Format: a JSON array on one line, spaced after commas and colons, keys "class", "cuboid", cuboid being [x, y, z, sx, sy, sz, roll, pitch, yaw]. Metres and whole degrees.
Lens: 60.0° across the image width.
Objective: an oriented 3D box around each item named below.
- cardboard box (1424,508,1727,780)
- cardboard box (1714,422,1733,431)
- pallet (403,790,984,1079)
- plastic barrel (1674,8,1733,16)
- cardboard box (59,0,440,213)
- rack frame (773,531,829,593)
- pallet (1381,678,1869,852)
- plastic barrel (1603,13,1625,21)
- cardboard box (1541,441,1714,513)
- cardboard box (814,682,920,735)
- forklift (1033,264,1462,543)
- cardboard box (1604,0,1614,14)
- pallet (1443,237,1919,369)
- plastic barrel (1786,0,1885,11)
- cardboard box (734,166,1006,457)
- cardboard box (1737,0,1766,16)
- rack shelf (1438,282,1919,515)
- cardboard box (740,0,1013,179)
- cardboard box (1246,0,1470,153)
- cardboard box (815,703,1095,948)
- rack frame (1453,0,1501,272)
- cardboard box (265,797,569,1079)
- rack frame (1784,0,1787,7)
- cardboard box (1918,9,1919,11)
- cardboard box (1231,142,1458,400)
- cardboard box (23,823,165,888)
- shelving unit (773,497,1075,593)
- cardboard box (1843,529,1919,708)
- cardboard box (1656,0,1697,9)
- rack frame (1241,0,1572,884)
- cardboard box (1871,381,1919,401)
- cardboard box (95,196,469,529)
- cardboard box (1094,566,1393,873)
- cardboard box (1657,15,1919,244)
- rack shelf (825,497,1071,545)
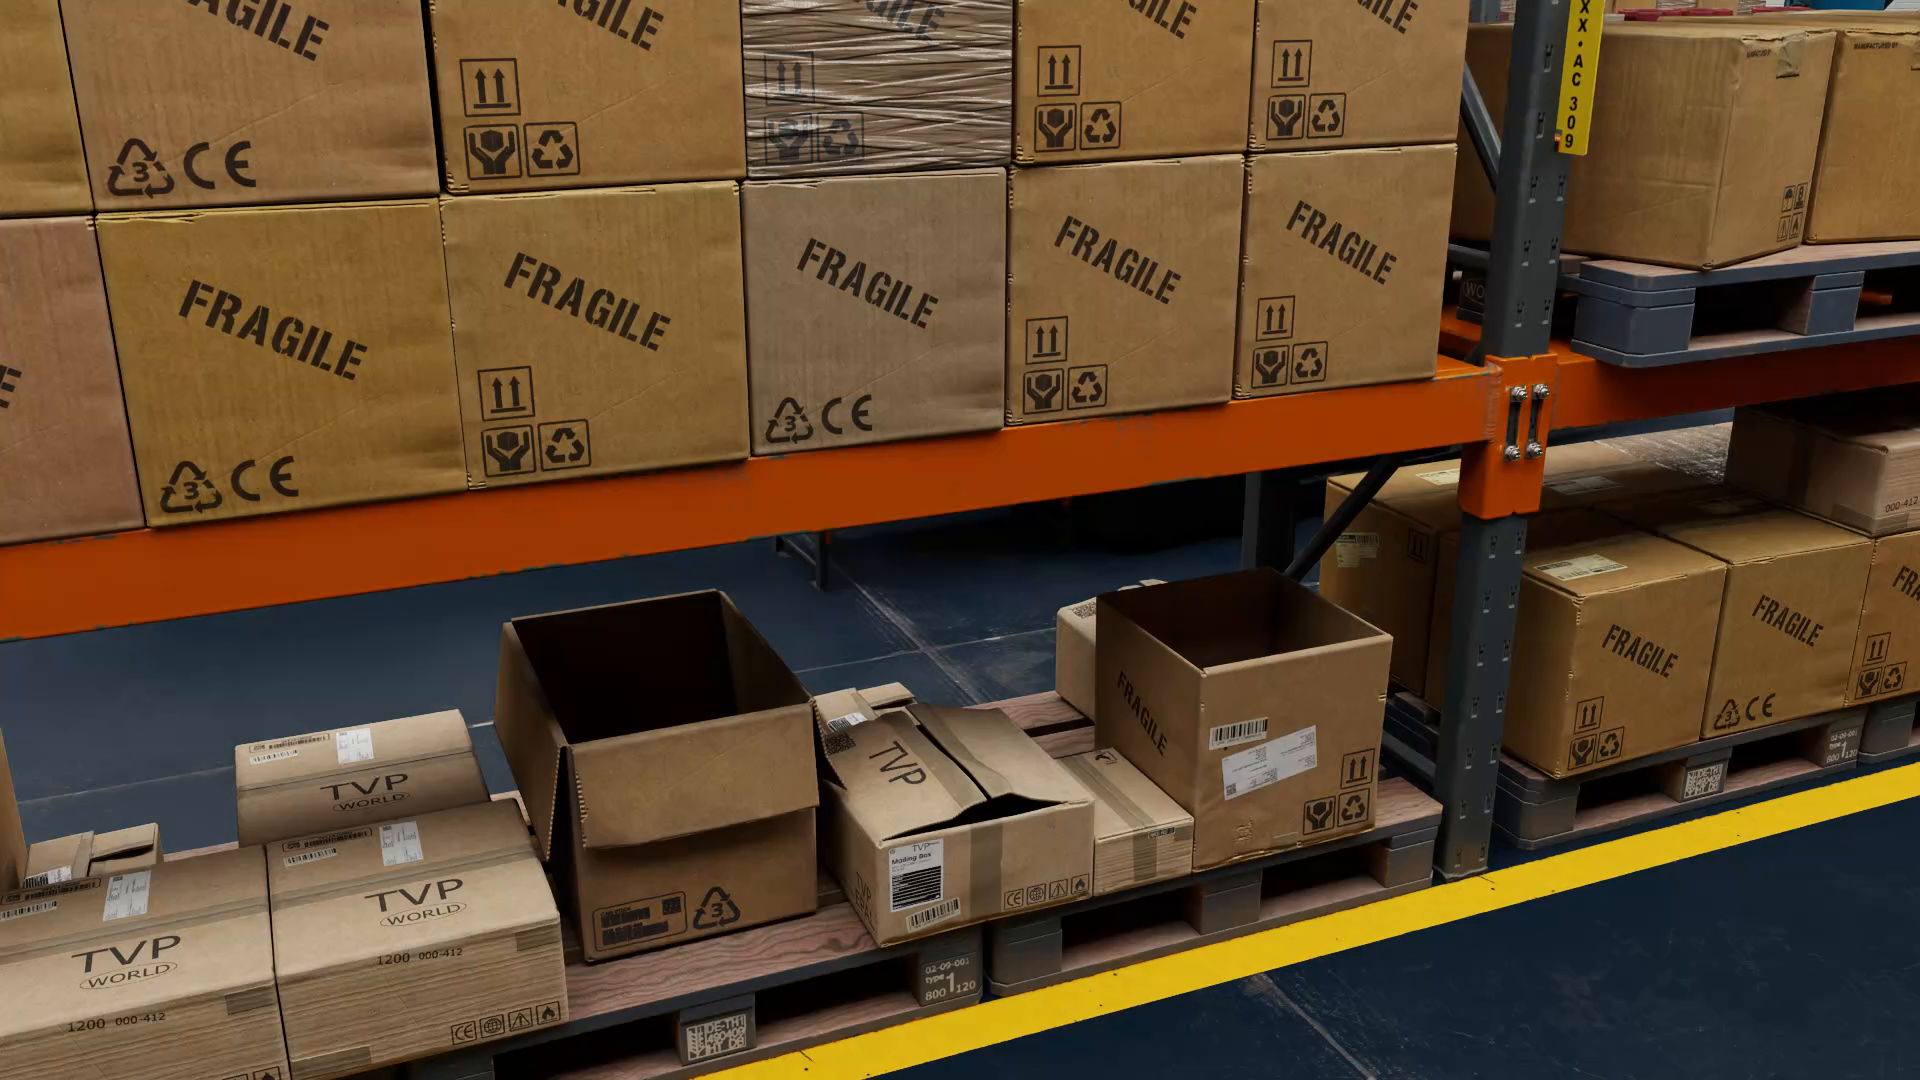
[{"class": "cardboard box", "cuboid": [1.604, 0.256, 4.379, 0.500, 0.500, 0.500, -9, 21, -24]}, {"class": "cardboard box", "cuboid": [2.786, -0.103, 5.399, 0.500, 0.500, 0.500, -9, 21, -24]}, {"class": "pallet", "cuboid": [-0.690, 0.841, 3.816, 1.213, 0.211, 1.003, -8, 21, -22]}, {"class": "plastic barrel", "cuboid": [4.811, -3.198, 10.884, 0.433, 0.535, 0.433, 0, 19, 0]}, {"class": "cardboard box", "cuboid": [-1.160, -0.832, 2.712, 0.500, 0.500, 0.500, -8, 21, -21]}, {"class": "rack frame", "cuboid": [-0.597, -0.417, 6.013, 0.032, 1.125, 0.500, -9, 21, -25]}, {"class": "pallet", "cuboid": [1.795, 0.471, 4.867, 1.213, 0.211, 1.003, -8, 21, -22]}, {"class": "plastic barrel", "cuboid": [4.024, -3.072, 10.562, 0.421, 0.512, 0.421, 0, 19, 0]}, {"class": "cardboard box", "cuboid": [1.860, 0.031, 5.020, 0.500, 0.500, 0.500, -8, 21, -22]}, {"class": "cardboard box", "cuboid": [-0.198, 0.509, 4.164, 0.250, 0.166, 0.380, -8, 21, -22]}, {"class": "forklift", "cuboid": [1.601, -1.720, 6.995, 3.031, 2.935, 1.130, -12, 23, -30]}, {"class": "cardboard box", "cuboid": [5.818, -5.179, 16.117, 0.500, 0.500, 0.875, -8, 21, -22]}, {"class": "pallet", "cuboid": [1.840, -0.707, 4.304, 1.213, 0.211, 1.003, -8, 21, -22]}, {"class": "plastic barrel", "cuboid": [5.975, -3.568, 11.383, 0.708, 0.901, 0.600, -8, 21, -22]}, {"class": "cardboard box", "cuboid": [-0.238, -0.493, 3.254, 0.500, 0.500, 0.500, -8, 21, -21]}, {"class": "cardboard box", "cuboid": [7.645, -5.450, 16.885, 0.500, 0.500, 0.875, -8, 21, -22]}, {"class": "rack shelf", "cuboid": [2.899, -0.650, 4.934, 4.000, 0.370, 1.077, -8, 21, -22]}, {"class": "cardboard box", "cuboid": [-0.231, -0.965, 3.090, 0.500, 0.500, 0.500, -8, 21, -21]}, {"class": "cardboard box", "cuboid": [0.701, -1.099, 3.472, 0.500, 0.500, 0.500, -8, 21, -22]}, {"class": "cardboard box", "cuboid": [-0.036, 0.595, 3.702, 0.500, 0.311, 0.500, -8, 21, -22]}, {"class": "rack frame", "cuboid": [2.777, -2.763, 9.854, 0.127, 3.000, 1.000, -8, 21, -22]}, {"class": "cardboard box", "cuboid": [-1.080, 0.773, 3.288, 0.500, 0.250, 0.500, -8, 21, -22]}, {"class": "rack frame", "cuboid": [8.161, -5.326, 17.132, 0.127, 3.000, 1.000, -8, 21, -22]}, {"class": "cardboard box", "cuboid": [3.287, -1.318, 4.967, 0.500, 0.500, 0.700, -4, 20, -12]}, {"class": "cardboard box", "cuboid": [0.706, -0.629, 3.642, 0.500, 0.500, 0.500, -8, 21, -21]}, {"class": "cardboard box", "cuboid": [-1.801, 0.757, 3.461, 0.250, 0.166, 0.380, -8, 21, -22]}, {"class": "shelving unit", "cuboid": [-0.141, -0.492, 6.225, 1.048, 1.125, 0.538, -9, 21, -25]}, {"class": "cardboard box", "cuboid": [2.551, 0.119, 4.769, 0.500, 0.500, 0.500, -8, 21, -21]}, {"class": "cardboard box", "cuboid": [6.757, -5.295, 16.444, 0.500, 0.500, 0.875, -8, 21, -22]}, {"class": "rack frame", "cuboid": [1.063, -0.726, 4.068, 0.127, 3.000, 1.000, -8, 21, -22]}, {"class": "cardboard box", "cuboid": [2.982, -0.295, 4.816, 0.500, 0.250, 0.500, -9, 21, -23]}, {"class": "cardboard box", "cuboid": [-1.164, -0.360, 2.876, 0.500, 0.500, 0.500, -8, 21, -22]}, {"class": "cardboard box", "cuboid": [0.652, 0.407, 3.951, 0.500, 0.500, 0.500, -8, 21, -22]}, {"class": "cardboard box", "cuboid": [2.193, -1.075, 4.276, 0.500, 0.500, 0.700, -5, 20, -13]}, {"class": "rack shelf", "cuboid": [-0.141, -0.261, 6.306, 1.000, 0.278, 0.538, -9, 21, -25]}]
